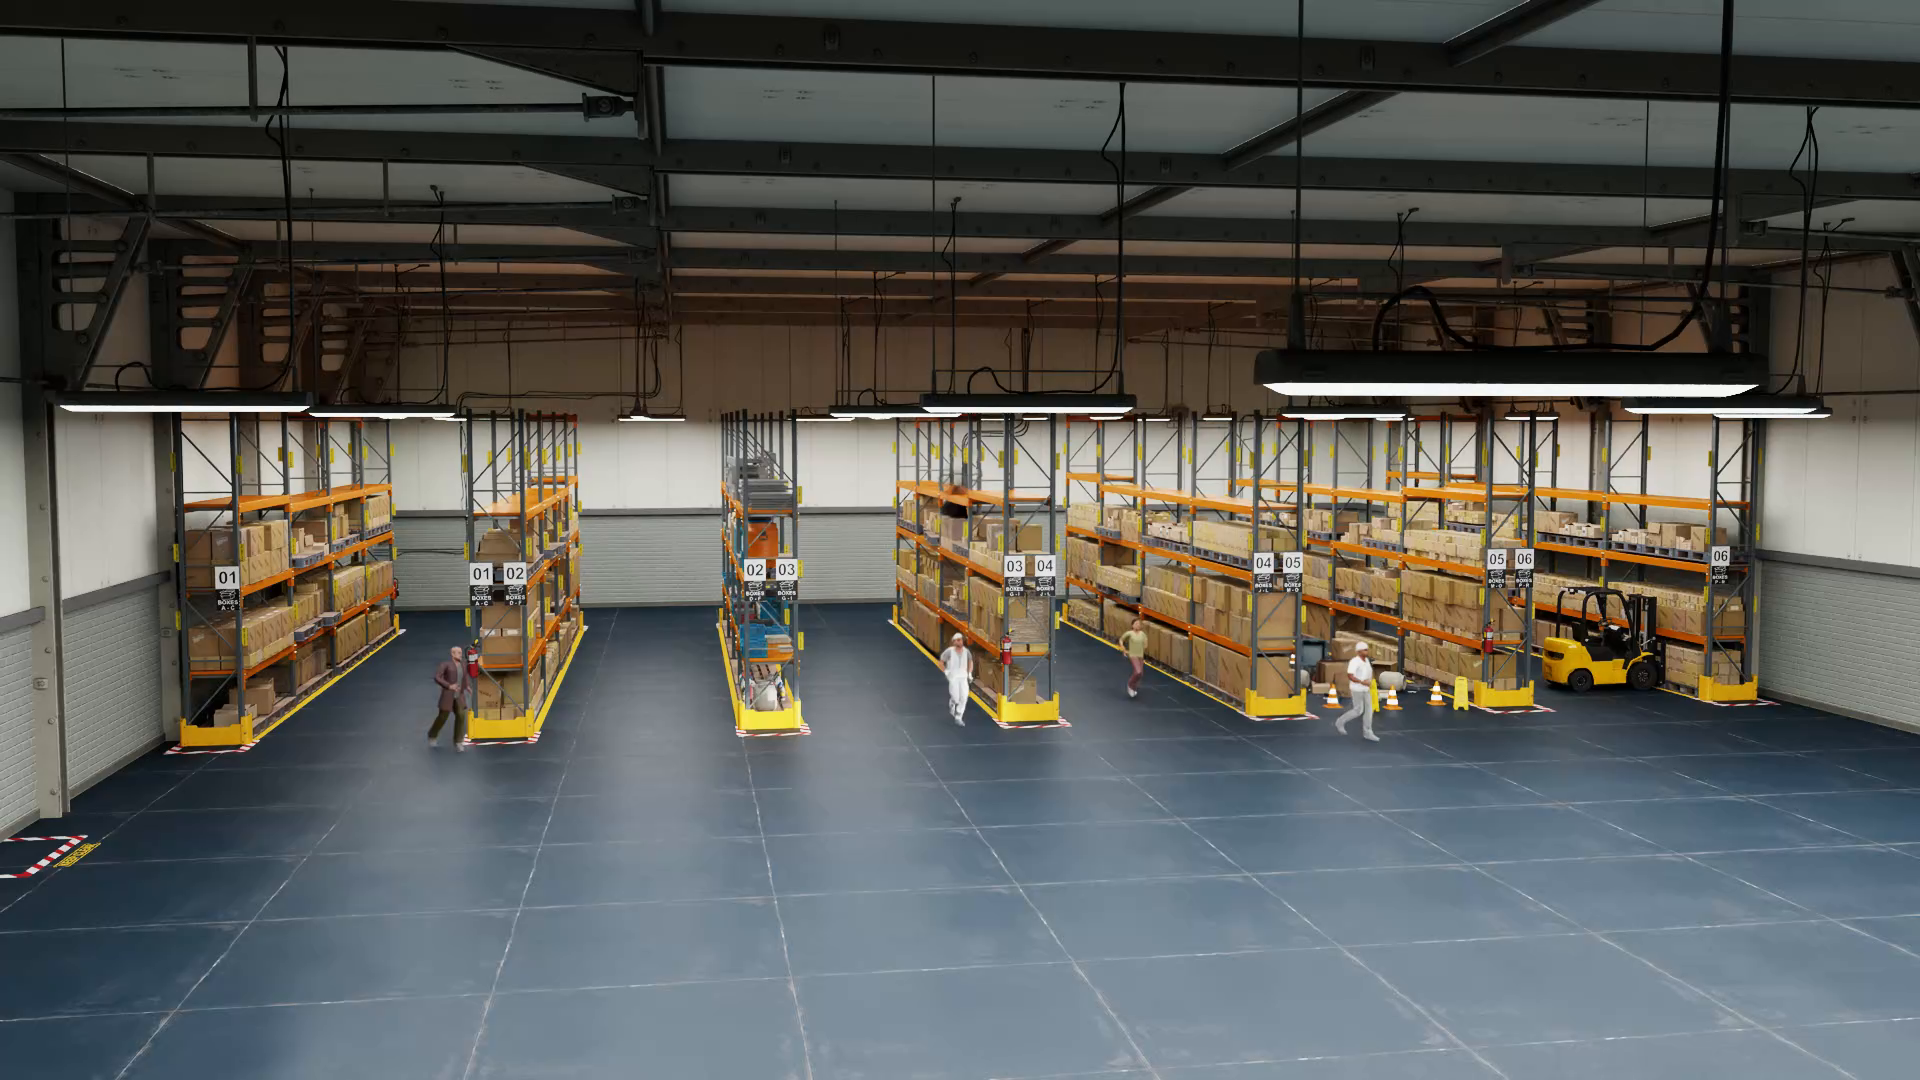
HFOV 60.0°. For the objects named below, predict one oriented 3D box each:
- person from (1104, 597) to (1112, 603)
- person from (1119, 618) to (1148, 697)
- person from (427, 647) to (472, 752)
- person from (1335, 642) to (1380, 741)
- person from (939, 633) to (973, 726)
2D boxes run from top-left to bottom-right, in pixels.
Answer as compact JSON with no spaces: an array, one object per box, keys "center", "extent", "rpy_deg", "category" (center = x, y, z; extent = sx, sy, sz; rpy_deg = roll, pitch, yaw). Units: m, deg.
[{"center":[4.358,1.407,49.730],"extent":[0.578,1.724,0.777],"rpy_deg":[3,5,39],"category":"person"},{"center":[3.686,2.468,34.759],"extent":[0.550,1.620,0.634],"rpy_deg":[-2,4,-26],"category":"person"},{"center":[-8.920,2.783,29.346],"extent":[0.932,1.793,0.770],"rpy_deg":[3,5,39],"category":"person"},{"center":[7.257,2.734,30.241],"extent":[0.842,1.774,0.726],"rpy_deg":[3,5,41],"category":"person"},{"center":[-0.059,2.645,31.754],"extent":[0.694,1.751,0.575],"rpy_deg":[-1,4,-18],"category":"person"}]
